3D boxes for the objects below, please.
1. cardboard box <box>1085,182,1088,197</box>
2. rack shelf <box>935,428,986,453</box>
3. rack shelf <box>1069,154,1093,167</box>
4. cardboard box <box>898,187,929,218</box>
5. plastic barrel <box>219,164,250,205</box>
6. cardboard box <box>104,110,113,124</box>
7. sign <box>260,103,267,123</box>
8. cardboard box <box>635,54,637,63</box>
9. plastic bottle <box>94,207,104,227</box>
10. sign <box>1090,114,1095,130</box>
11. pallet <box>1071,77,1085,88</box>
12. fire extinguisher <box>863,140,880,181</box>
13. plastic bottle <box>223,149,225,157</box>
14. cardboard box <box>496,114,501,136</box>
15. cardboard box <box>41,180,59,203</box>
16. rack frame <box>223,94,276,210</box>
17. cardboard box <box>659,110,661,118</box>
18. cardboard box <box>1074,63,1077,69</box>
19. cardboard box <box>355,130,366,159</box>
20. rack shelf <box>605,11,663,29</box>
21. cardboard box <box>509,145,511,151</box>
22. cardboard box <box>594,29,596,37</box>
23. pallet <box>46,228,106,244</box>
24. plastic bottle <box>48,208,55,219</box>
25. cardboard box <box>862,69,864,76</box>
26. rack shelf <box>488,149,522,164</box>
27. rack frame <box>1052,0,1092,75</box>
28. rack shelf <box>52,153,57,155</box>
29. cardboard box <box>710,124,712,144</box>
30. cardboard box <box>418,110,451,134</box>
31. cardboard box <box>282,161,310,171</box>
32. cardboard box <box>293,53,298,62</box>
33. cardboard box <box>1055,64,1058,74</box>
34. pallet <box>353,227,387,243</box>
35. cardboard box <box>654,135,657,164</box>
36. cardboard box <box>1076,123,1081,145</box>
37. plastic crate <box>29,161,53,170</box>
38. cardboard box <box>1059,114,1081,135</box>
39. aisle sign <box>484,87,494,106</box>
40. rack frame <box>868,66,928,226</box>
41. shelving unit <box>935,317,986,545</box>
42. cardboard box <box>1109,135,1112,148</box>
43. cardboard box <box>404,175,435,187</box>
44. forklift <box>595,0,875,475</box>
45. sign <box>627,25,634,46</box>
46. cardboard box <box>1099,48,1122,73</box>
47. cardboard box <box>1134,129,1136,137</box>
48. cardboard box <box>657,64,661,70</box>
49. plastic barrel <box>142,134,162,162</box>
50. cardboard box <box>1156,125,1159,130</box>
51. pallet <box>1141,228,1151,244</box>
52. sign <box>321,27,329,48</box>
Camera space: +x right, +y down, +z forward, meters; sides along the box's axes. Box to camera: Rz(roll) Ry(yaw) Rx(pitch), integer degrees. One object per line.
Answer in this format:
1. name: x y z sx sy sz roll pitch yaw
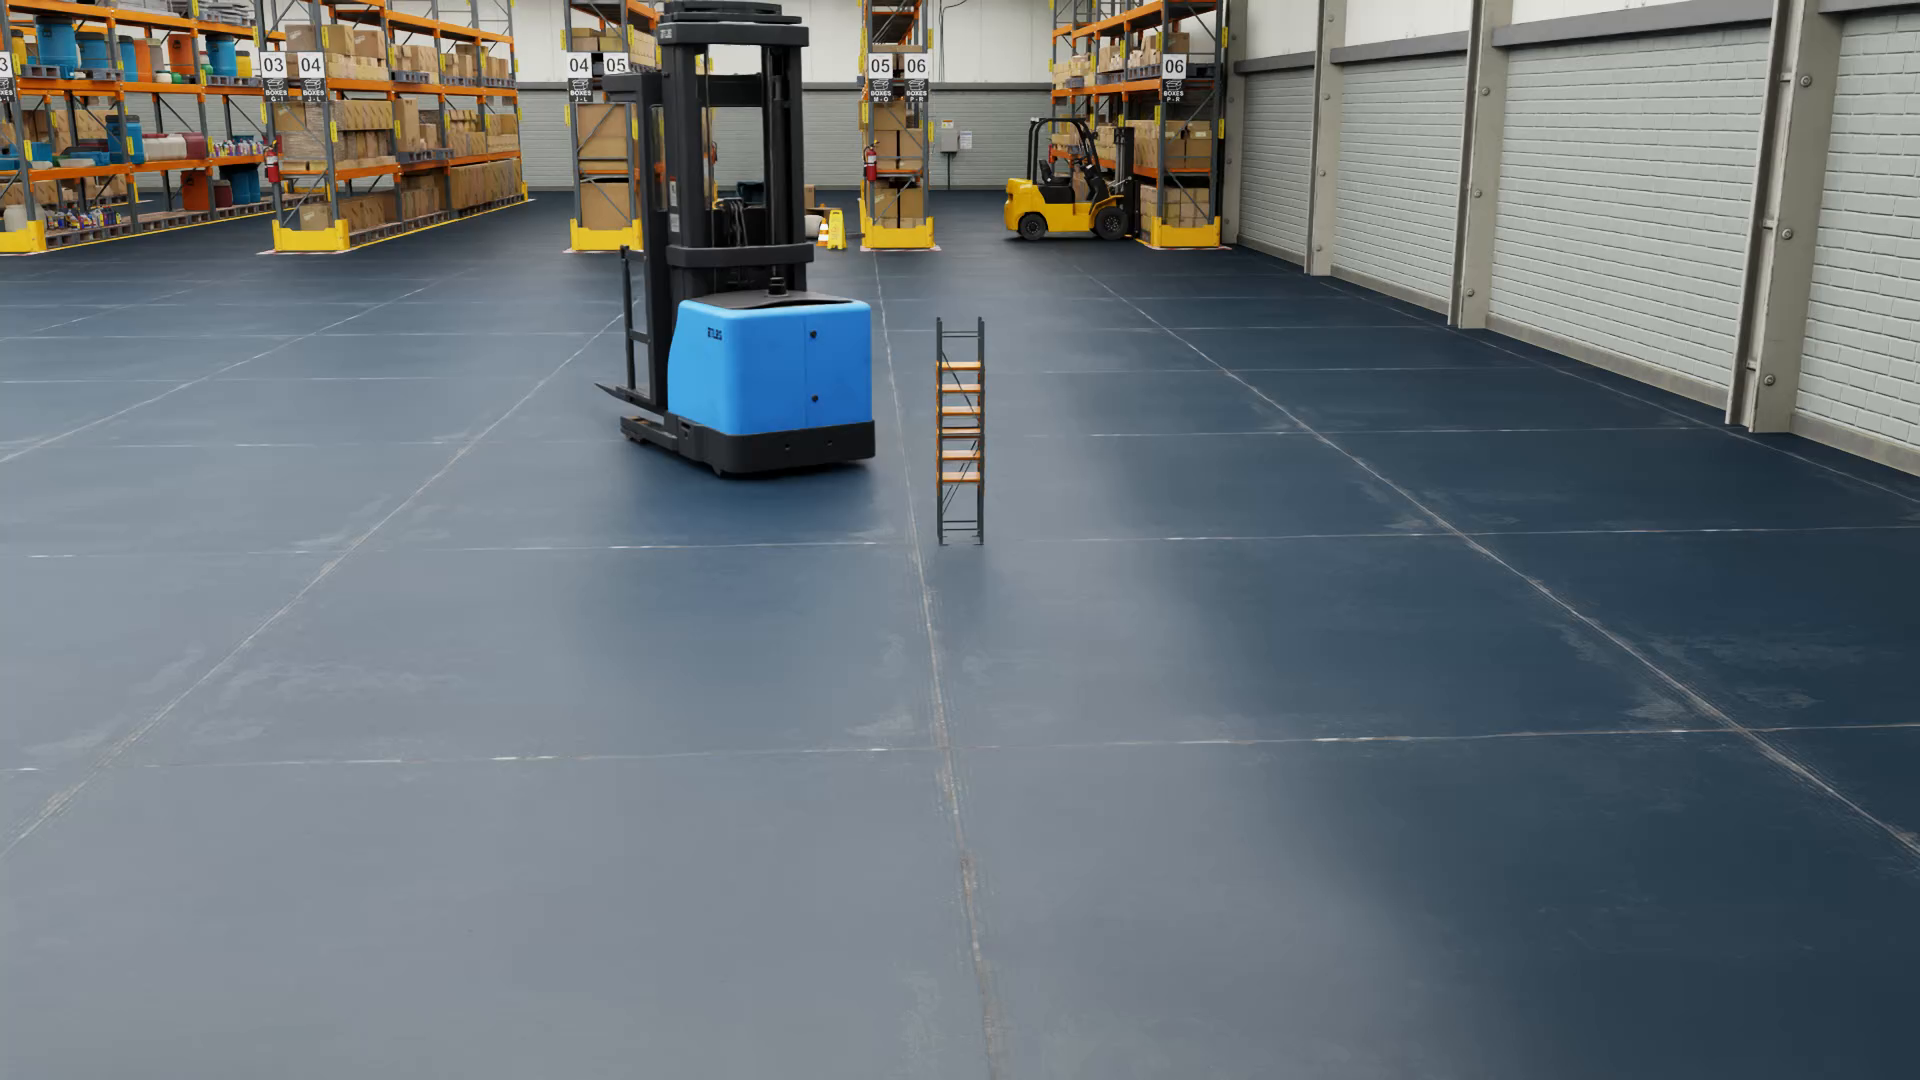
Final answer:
1. cardboard box: 3.119 -7.911 37.928 0.500 0.500 0.500 0 14 -1
2. rack shelf: 0.001 -0.534 8.874 0.258 0.103 0.180 -1 14 -3
3. rack shelf: 3.292 -8.711 38.306 1.077 0.370 4.000 -1 14 -3
4. cardboard box: -0.818 -5.940 29.265 0.500 0.500 0.500 -1 14 -5
5. plastic barrel: -16.560 -8.125 37.954 0.600 0.901 0.708 -1 14 -3
6. cardboard box: -21.478 -10.469 41.490 0.500 0.500 0.500 0 14 -2
7. sign: -11.489 -7.052 27.457 0.100 0.325 0.005 -1 14 -3
8. cardboard box: -5.710 -8.192 28.286 0.380 0.149 0.250 -1 14 -3
9. plastic bottle: -15.765 -5.906 30.396 0.144 0.351 0.185 -1 14 -4
10. sign: 2.875 -9.073 36.107 0.100 0.325 0.005 -1 14 -3
11. pallet: 3.206 -10.497 38.162 1.213 0.211 1.003 -1 14 -3
12. fire extinguisher: -1.495 -6.422 28.120 0.296 0.674 0.183 -1 14 -3
13. plastic bottle: -16.094 -8.449 36.242 0.097 0.201 0.097 0 14 0
14. cardboard box: -11.511 -10.136 40.599 0.500 0.500 0.500 -1 14 -5
15. cardboard box: -21.248 -8.058 38.459 0.500 0.500 0.500 -1 14 -4
16. rack frame: -16.620 -9.250 38.956 1.000 3.000 0.127 -1 14 -3
17. cardboard box: -6.326 -8.298 33.048 0.700 0.500 0.500 -1 14 -3
18. cardboard box: 2.852 -11.010 38.641 0.380 0.149 0.250 -1 14 -4
19. cardboard box: -11.098 -7.043 29.584 0.875 0.500 0.500 -1 14 -3
20. rack shelf: -6.348 -10.249 33.046 1.077 0.370 4.000 -1 14 -3
21. cardboard box: -11.509 -9.862 41.839 0.380 0.149 0.250 -1 14 -5
22. cardboard box: -6.366 -8.566 28.142 0.380 0.149 0.250 -1 14 -3
23. pallet: -16.046 -5.438 29.737 1.003 0.211 1.213 -1 14 -3
24. plastic bottle: -16.451 -5.830 30.100 0.144 0.351 0.185 -1 14 -4
25. cardboard box: -1.789 -10.432 36.488 0.700 0.500 0.500 -2 15 -6
26. rack shelf: -11.801 -9.475 41.276 1.077 0.370 4.000 -1 14 -3
27. rack frame: 2.920 -13.457 43.268 1.000 3.000 0.127 -1 14 -3
28. rack shelf: -21.441 -8.328 36.819 1.077 0.370 4.000 -1 14 -3
29. cardboard box: -6.683 -10.457 42.851 0.500 0.500 0.500 -1 14 -2
30. cardboard box: -11.458 -9.048 35.957 0.797 0.503 0.637 0 14 -2
31. cardboard box: -11.157 -6.288 27.948 0.380 0.149 0.250 -1 14 -3
32. cardboard box: -11.161 -8.046 27.758 0.380 0.149 0.250 -1 14 -5
33. cardboard box: 2.710 -12.077 42.625 0.500 0.250 0.500 -1 14 -4
34. pallet: -11.026 -5.515 30.039 1.003 0.211 1.213 -1 14 -3
35. cardboard box: -6.190 -7.369 31.346 0.875 0.550 0.550 -1 14 -3
36. cardboard box: 3.055 -9.361 38.344 0.700 0.500 0.500 -1 14 -4
37. plastic crate: -15.611 -6.365 28.274 0.298 0.136 0.250 -1 14 -3
38. cardboard box: 2.773 -10.496 41.999 0.500 0.500 0.500 -1 14 -2
39. aisle sign: -12.229 -11.593 42.847 0.394 0.787 0.004 -1 14 -3
40. rack frame: -1.042 -6.495 28.249 1.000 3.000 0.127 -1 14 -3
41. shelving unit: 0.001 -0.577 8.863 0.258 1.200 0.189 -1 14 -3
42. cardboard box: 3.313 -8.110 33.824 0.500 0.250 0.500 -1 14 -2
43. cardboard box: -11.358 -7.531 34.904 0.500 0.250 0.500 0 14 -1
44. forklift: -1.753 -2.145 11.480 1.130 2.935 3.031 -9 17 -30
45. sign: -5.422 -8.315 27.389 0.100 0.325 0.005 -1 14 -3
46. cardboard box: 3.217 -10.131 35.117 0.500 0.500 0.500 -1 14 -3
47. cardboard box: 3.438 -7.590 31.002 0.380 0.149 0.250 -1 14 -4
48. cardboard box: -6.052 -9.323 32.683 0.380 0.149 0.250 -1 14 -3
49. plastic barrel: -16.011 -7.750 32.853 0.433 0.535 0.433 0 14 0
50. cardboard box: 3.633 -7.226 28.990 0.380 0.149 0.250 -1 14 -3
51. pallet: 3.822 -5.411 29.634 1.003 0.211 1.213 -1 14 -3
52. sign: -10.392 -8.226 27.204 0.100 0.325 0.005 -1 14 -3
